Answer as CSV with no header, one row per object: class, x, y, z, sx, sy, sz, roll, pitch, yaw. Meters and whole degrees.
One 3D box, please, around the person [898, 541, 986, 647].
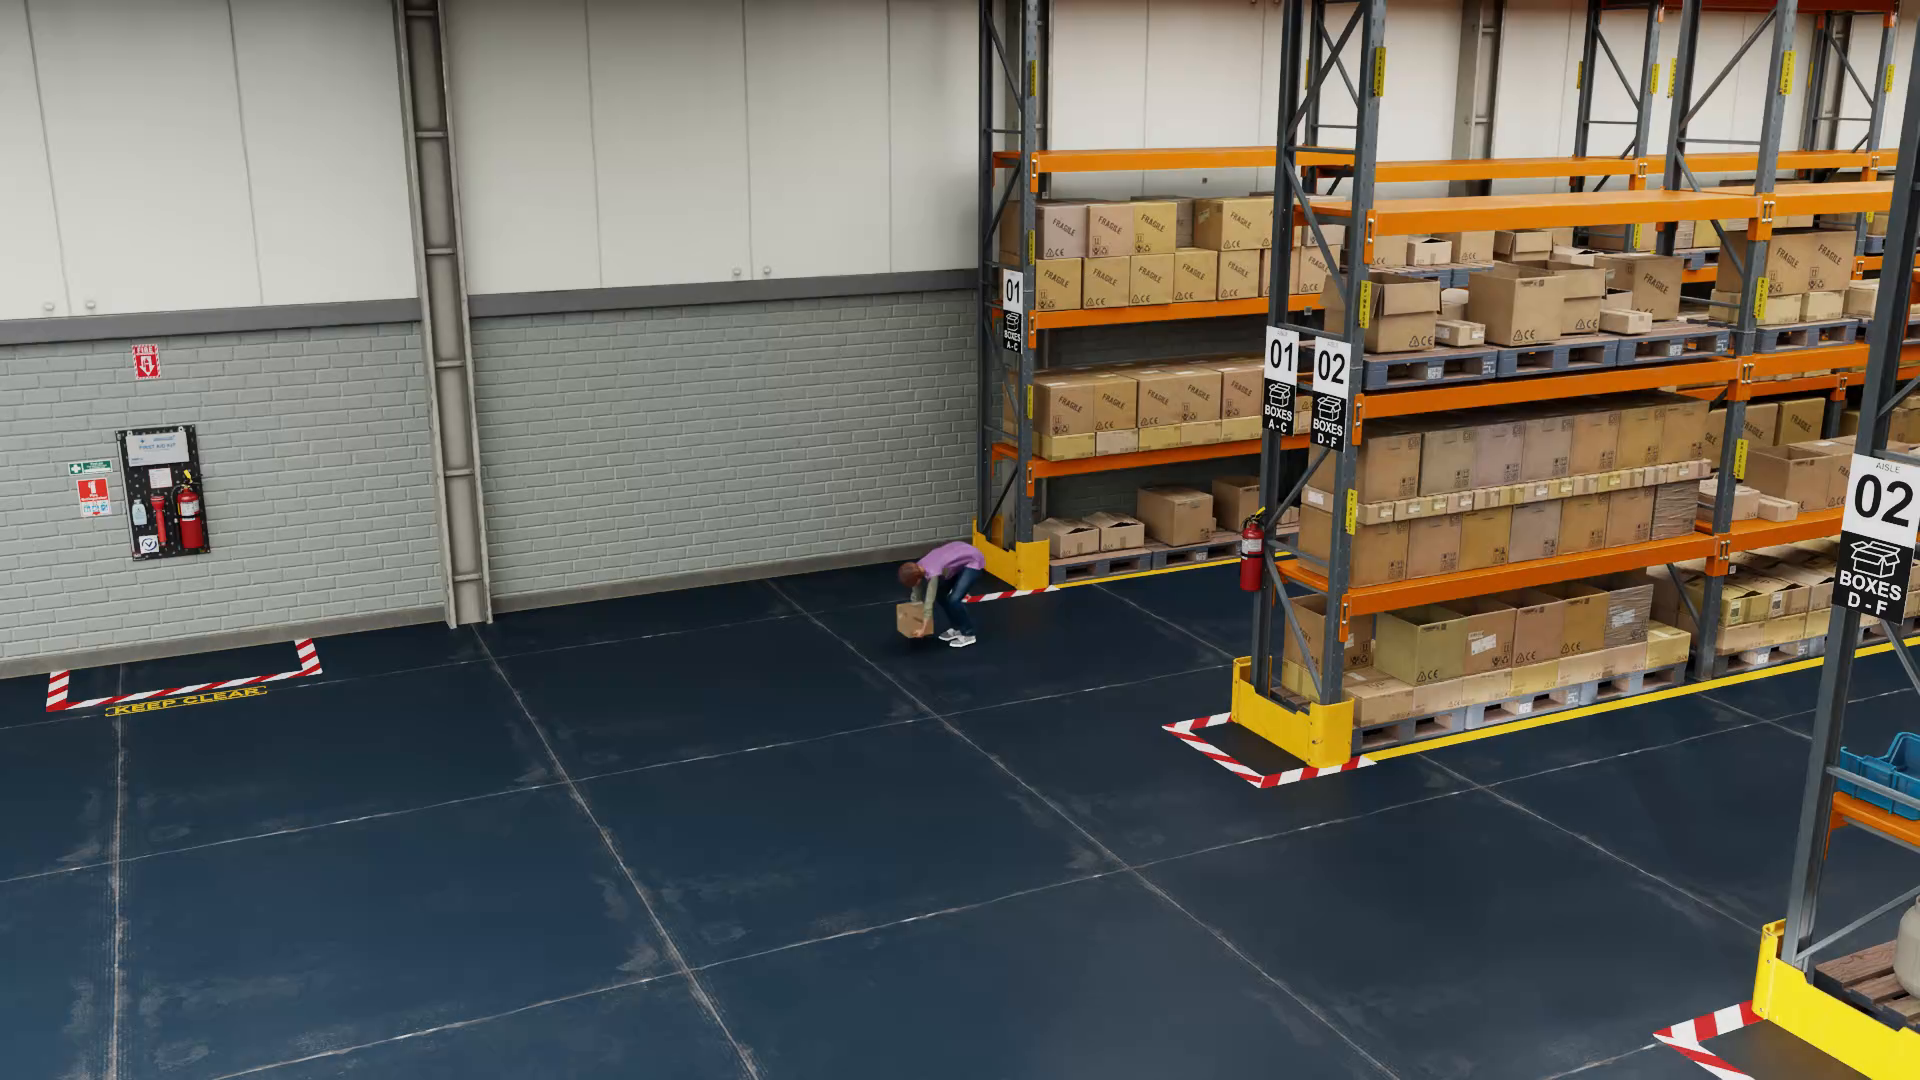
person,-0.172,0.506,15.128,0.866,0.948,0.410,-8,18,-27
